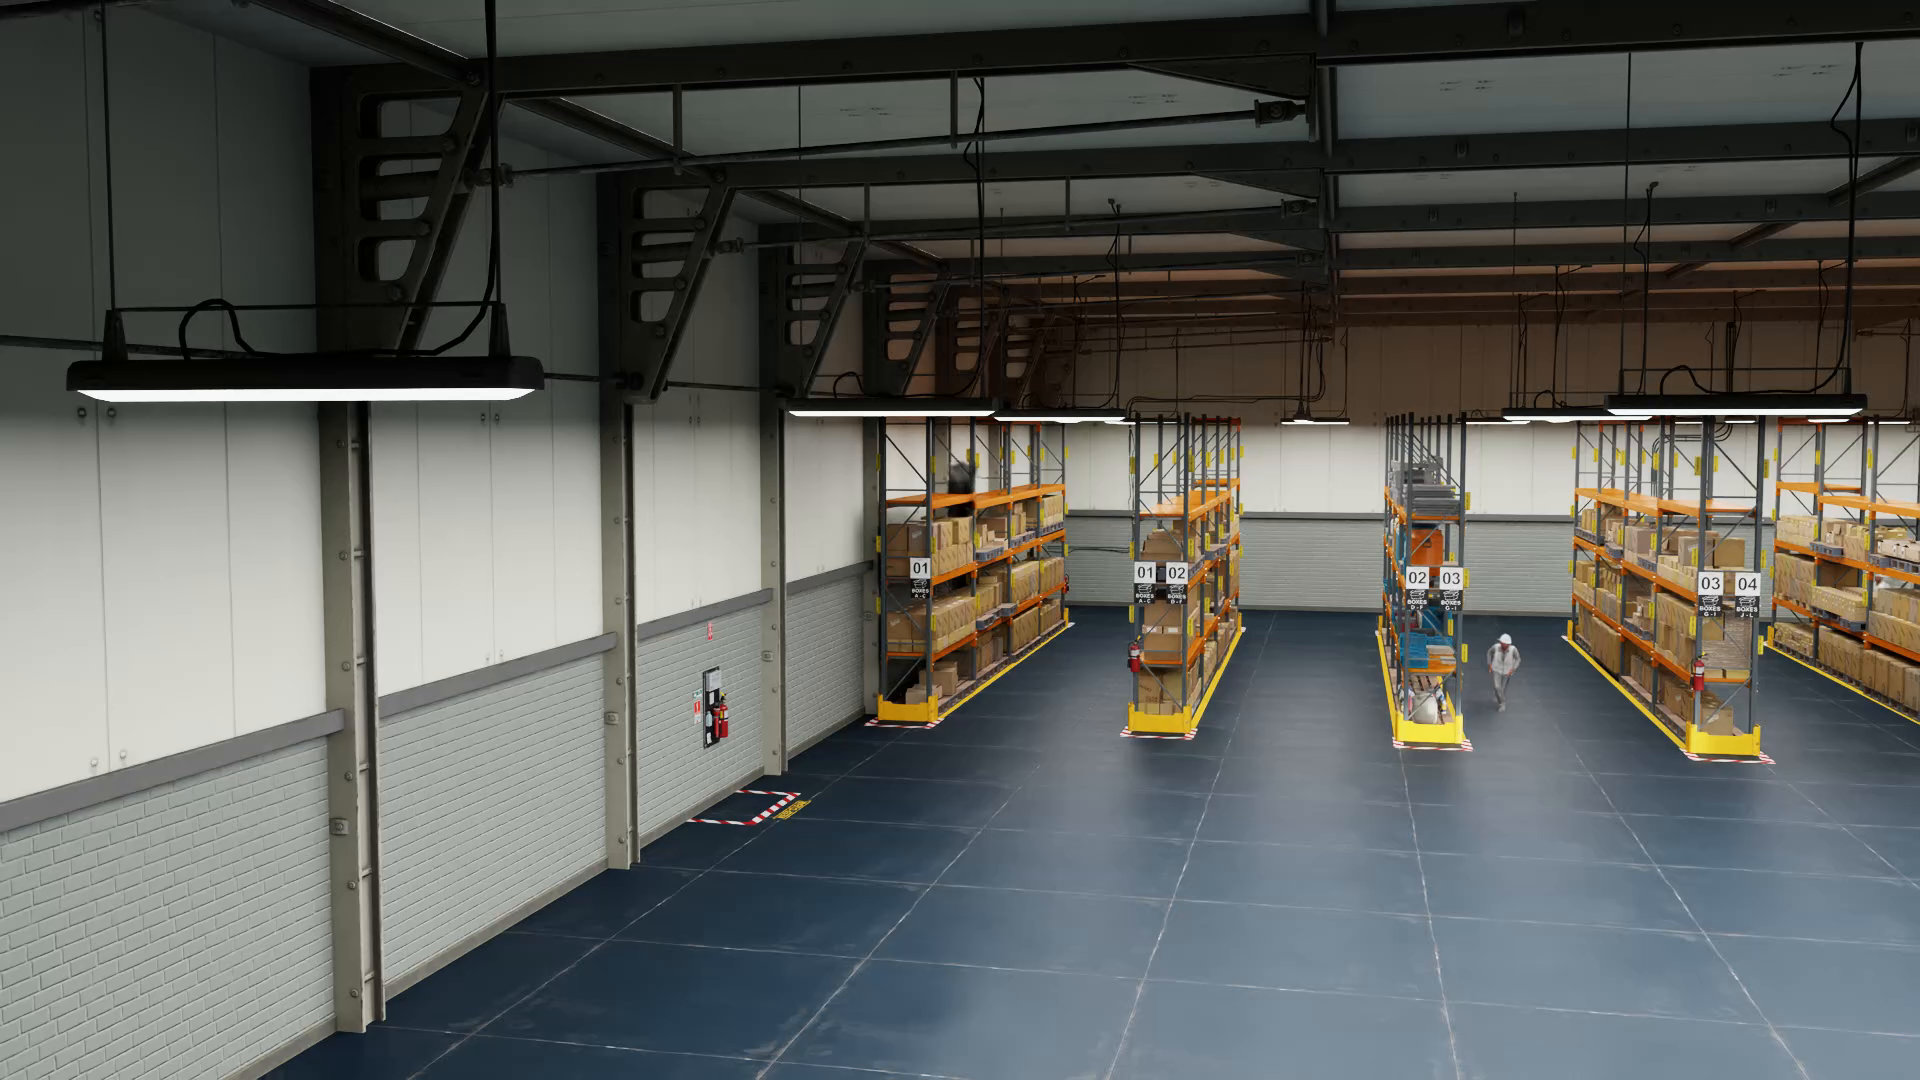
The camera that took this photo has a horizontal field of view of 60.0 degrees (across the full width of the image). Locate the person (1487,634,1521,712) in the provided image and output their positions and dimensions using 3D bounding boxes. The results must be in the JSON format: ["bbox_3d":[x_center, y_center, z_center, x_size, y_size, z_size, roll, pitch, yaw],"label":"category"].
[{"bbox_3d":[11.000,2.654,33.714,0.648,1.590,1.135,1,4,12],"label":"person"}]

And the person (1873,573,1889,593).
[{"bbox_3d":[25.235,1.764,45.639,0.821,1.782,0.590,-1,4,-18],"label":"person"}]
